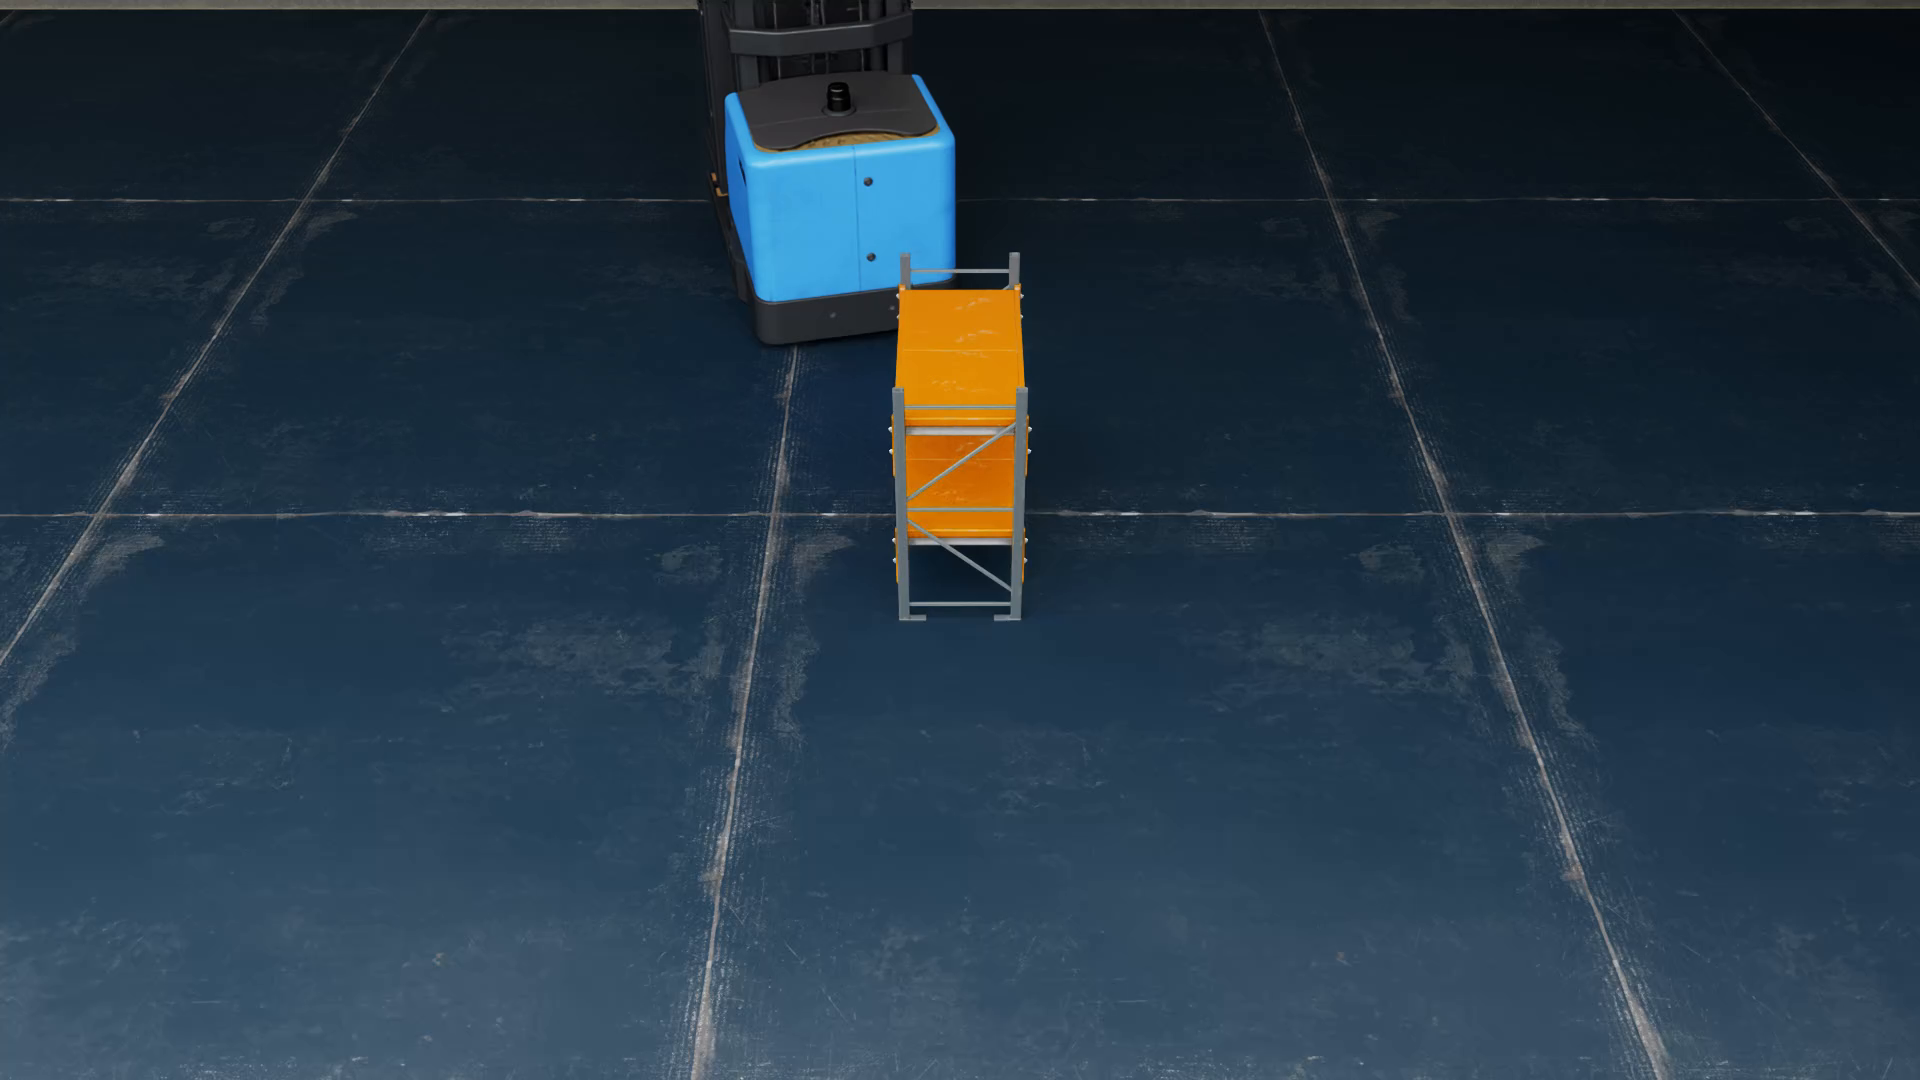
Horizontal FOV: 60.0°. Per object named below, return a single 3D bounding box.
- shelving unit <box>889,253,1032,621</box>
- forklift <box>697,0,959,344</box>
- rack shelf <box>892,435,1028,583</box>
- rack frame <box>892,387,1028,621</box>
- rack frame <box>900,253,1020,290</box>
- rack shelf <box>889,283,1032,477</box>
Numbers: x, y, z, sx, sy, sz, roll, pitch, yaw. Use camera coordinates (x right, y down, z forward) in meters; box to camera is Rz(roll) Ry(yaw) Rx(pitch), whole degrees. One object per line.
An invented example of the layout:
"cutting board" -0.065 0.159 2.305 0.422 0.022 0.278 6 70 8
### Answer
"shelving unit" 0.000 -0.435 6.893 0.538 1.125 1.048 0 39 0
"forklift" -0.856 -3.054 8.717 1.130 2.935 3.031 -9 40 -11
"rack shelf" 0.000 -0.244 7.046 0.538 0.278 1.000 0 39 0
"rack frame" 0.001 -0.117 6.496 0.500 1.125 0.032 0 39 0
"rack frame" -0.001 -0.753 7.290 0.500 1.125 0.032 0 39 0
"rack shelf" 0.000 -0.663 6.710 0.538 0.278 1.000 0 39 0
